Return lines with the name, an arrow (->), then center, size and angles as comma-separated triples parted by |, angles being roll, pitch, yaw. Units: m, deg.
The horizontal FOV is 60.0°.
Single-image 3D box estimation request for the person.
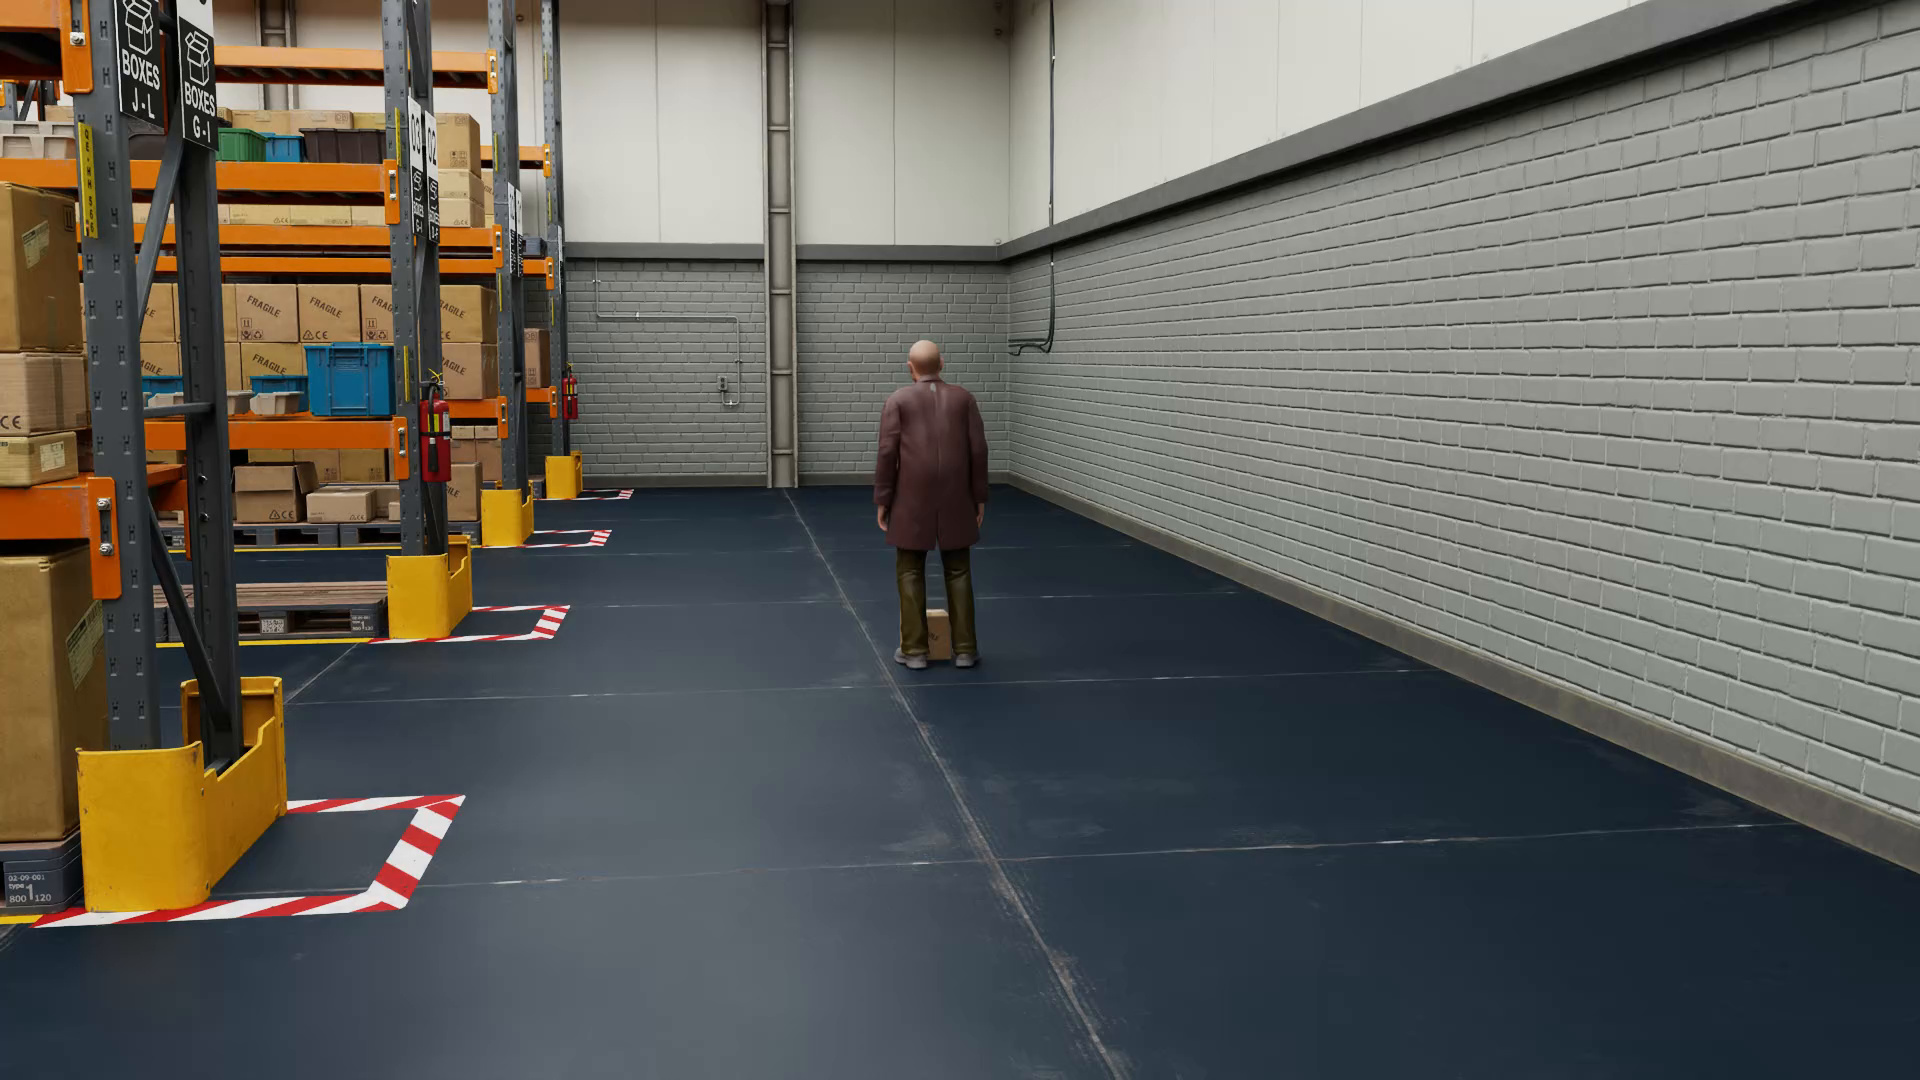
person -> -0.165, -0.197, 9.041 | 0.655, 1.775, 0.419 | -1, 6, -11
